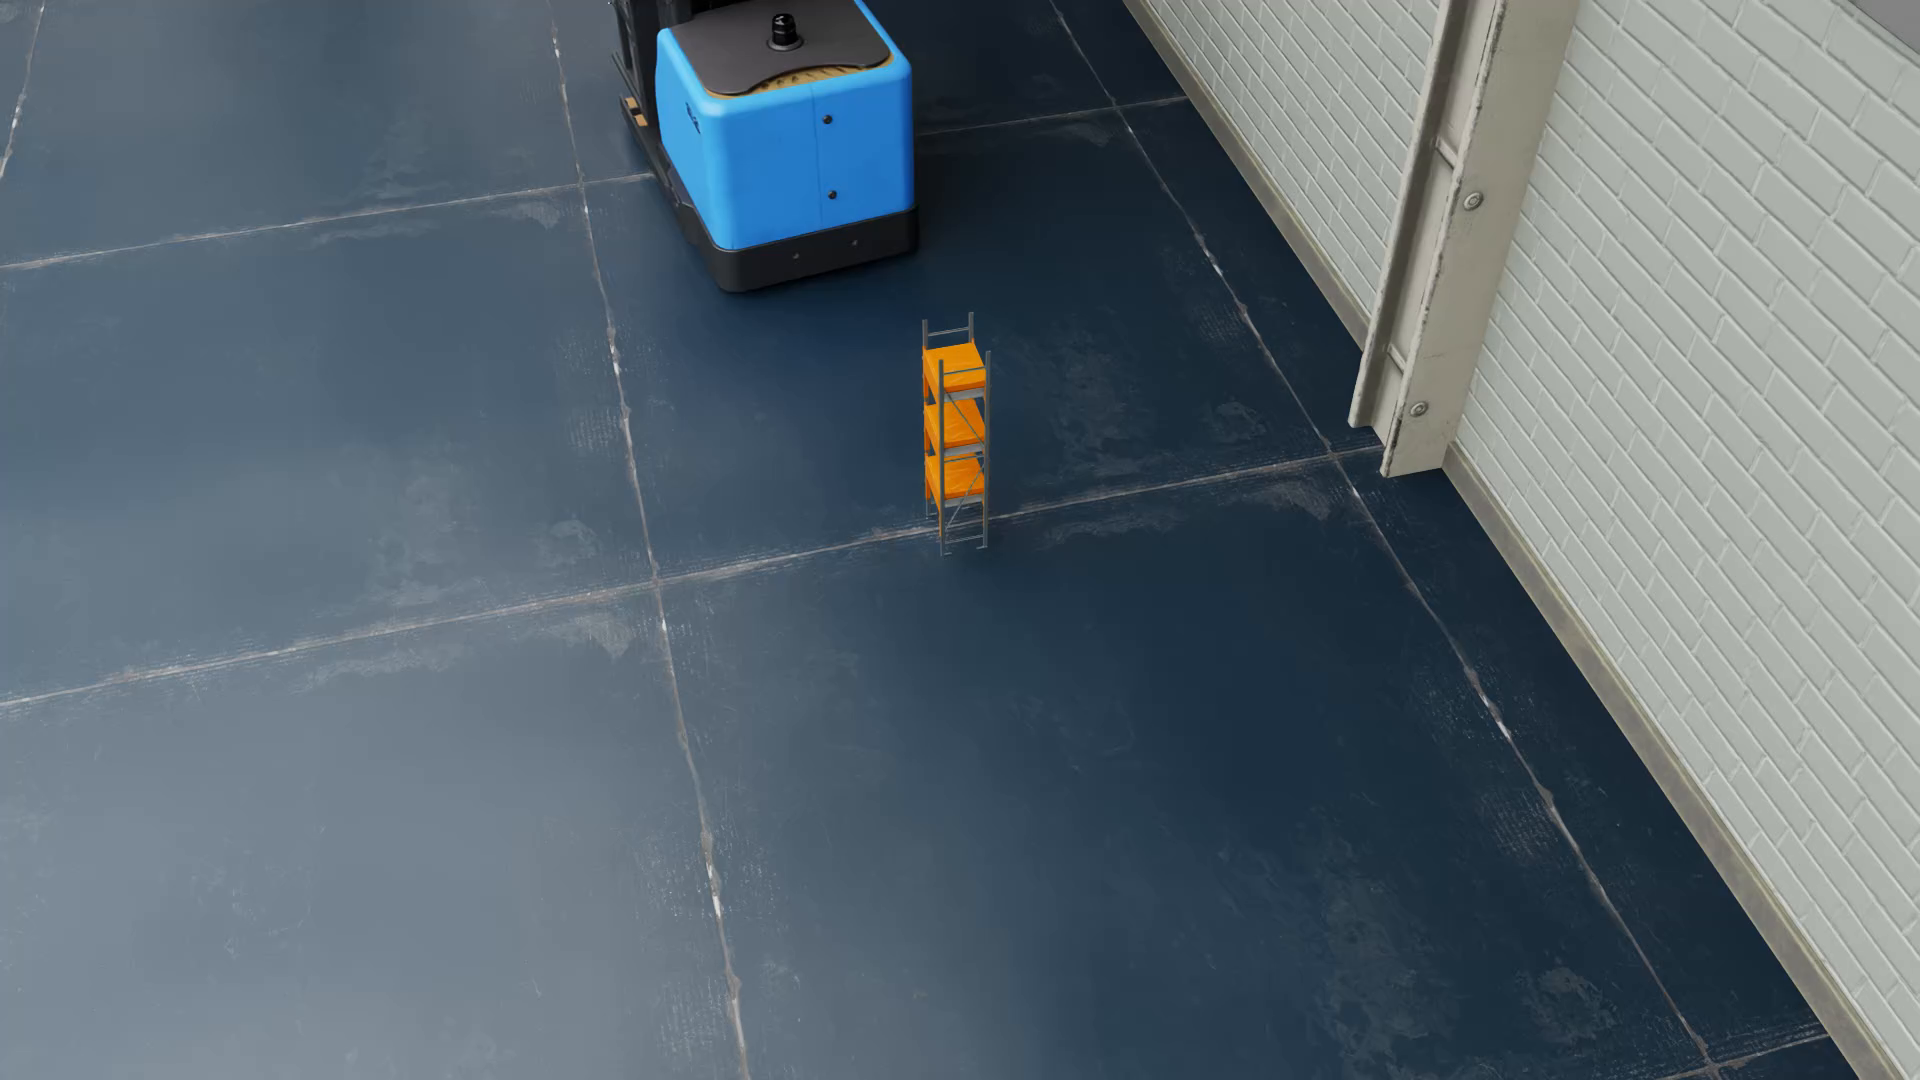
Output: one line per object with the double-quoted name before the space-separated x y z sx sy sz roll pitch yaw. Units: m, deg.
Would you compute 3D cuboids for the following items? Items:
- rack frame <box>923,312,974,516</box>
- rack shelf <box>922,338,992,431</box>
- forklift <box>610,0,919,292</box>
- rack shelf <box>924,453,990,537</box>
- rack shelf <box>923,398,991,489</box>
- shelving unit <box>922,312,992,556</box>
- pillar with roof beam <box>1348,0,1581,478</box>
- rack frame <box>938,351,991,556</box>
"rack frame" -0.045 -0.489 6.745 0.200 1.050 0.008 -11 47 -10
"rack shelf" -0.014 -0.596 6.467 0.215 0.259 0.240 -11 47 -10
"forklift" -1.236 -3.299 8.181 1.130 2.935 3.031 -16 48 -15
"rack shelf" -0.014 -0.202 6.868 0.215 0.259 0.240 -11 47 -10
"rack shelf" -0.014 -0.397 6.670 0.215 0.259 0.240 -11 47 -10
"shelving unit" -0.014 -0.404 6.662 0.215 1.050 0.252 -11 47 -10
"pillar with roof beam" -2.208 -2.798 3.443 9.100 9.000 0.400 -11 47 -10
"rack frame" 0.017 -0.320 6.579 0.200 1.050 0.008 -11 47 -10
